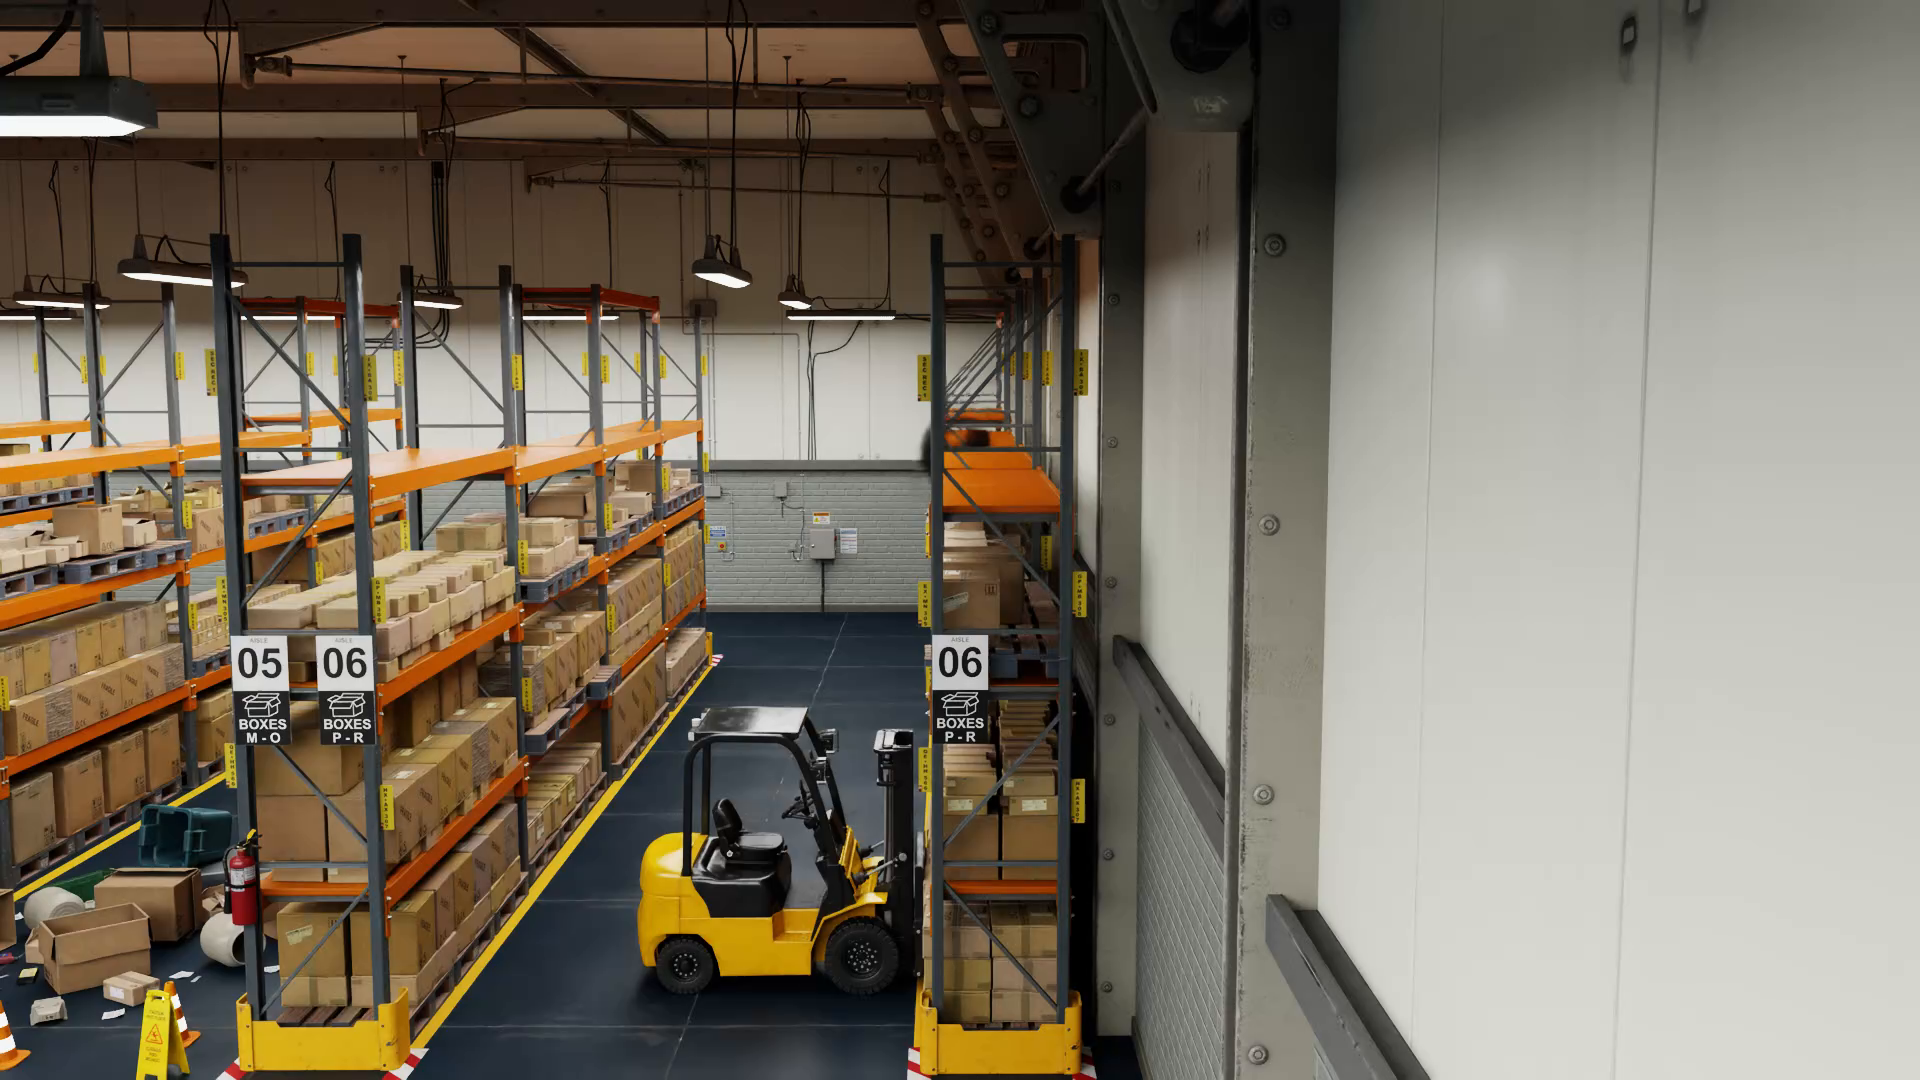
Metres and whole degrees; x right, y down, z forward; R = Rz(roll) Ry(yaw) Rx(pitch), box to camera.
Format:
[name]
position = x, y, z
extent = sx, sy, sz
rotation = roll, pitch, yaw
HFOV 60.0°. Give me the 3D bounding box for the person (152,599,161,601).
[person]
position = -11.476, 1.697, 23.829
extent = 0.665, 1.703, 0.629
rotation = 1, 6, 6
